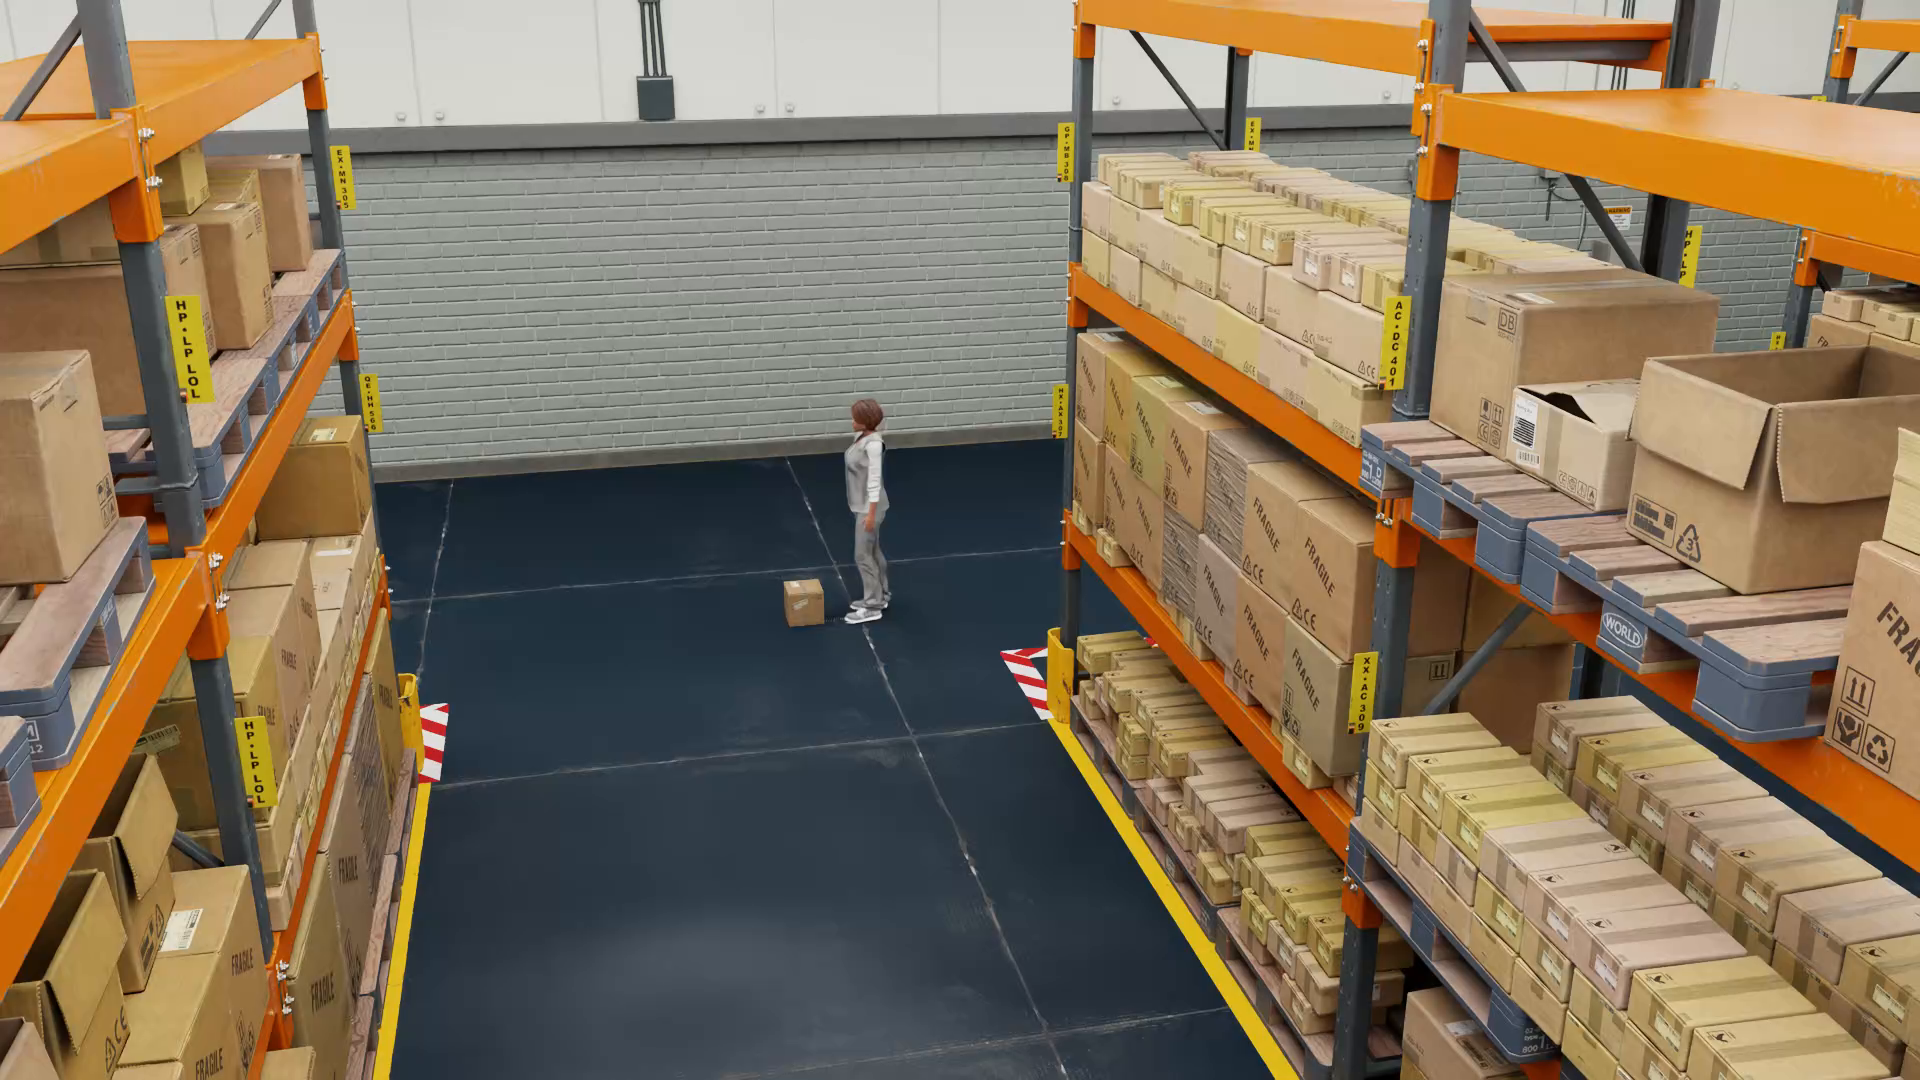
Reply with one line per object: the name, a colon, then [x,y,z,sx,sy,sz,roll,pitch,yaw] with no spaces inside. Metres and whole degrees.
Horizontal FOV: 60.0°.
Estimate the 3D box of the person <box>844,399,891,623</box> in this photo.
person: [-0.662,-0.215,11.682,0.370,1.601,0.413,-4,20,-11]
